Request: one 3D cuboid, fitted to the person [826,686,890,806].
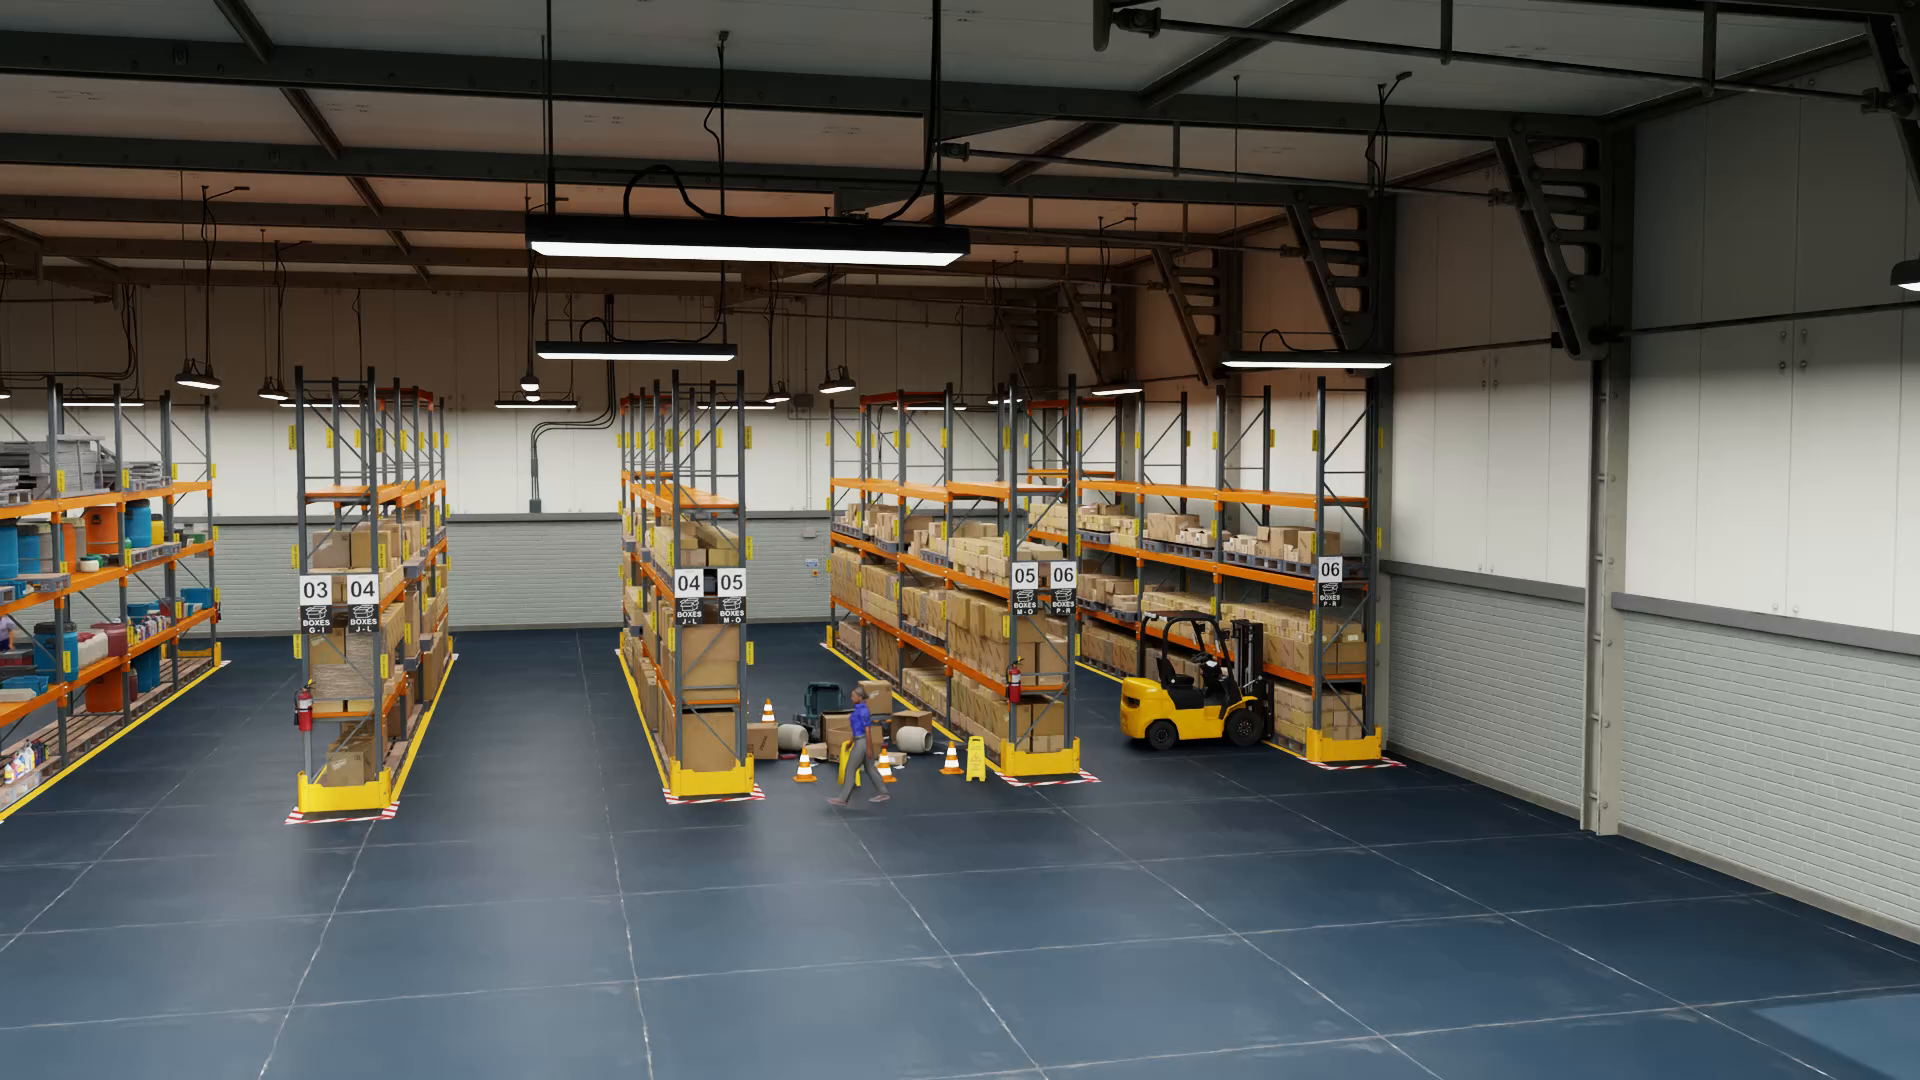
[{"bbox_3d":[-1.398,2.827,22.852,0.866,1.609,0.476,0,3,-3],"label":"person"}]

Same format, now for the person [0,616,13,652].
[{"bbox_3d":[-19.726,2.147,34.185,0.483,1.601,0.857,-1,4,-17],"label":"person"}]
